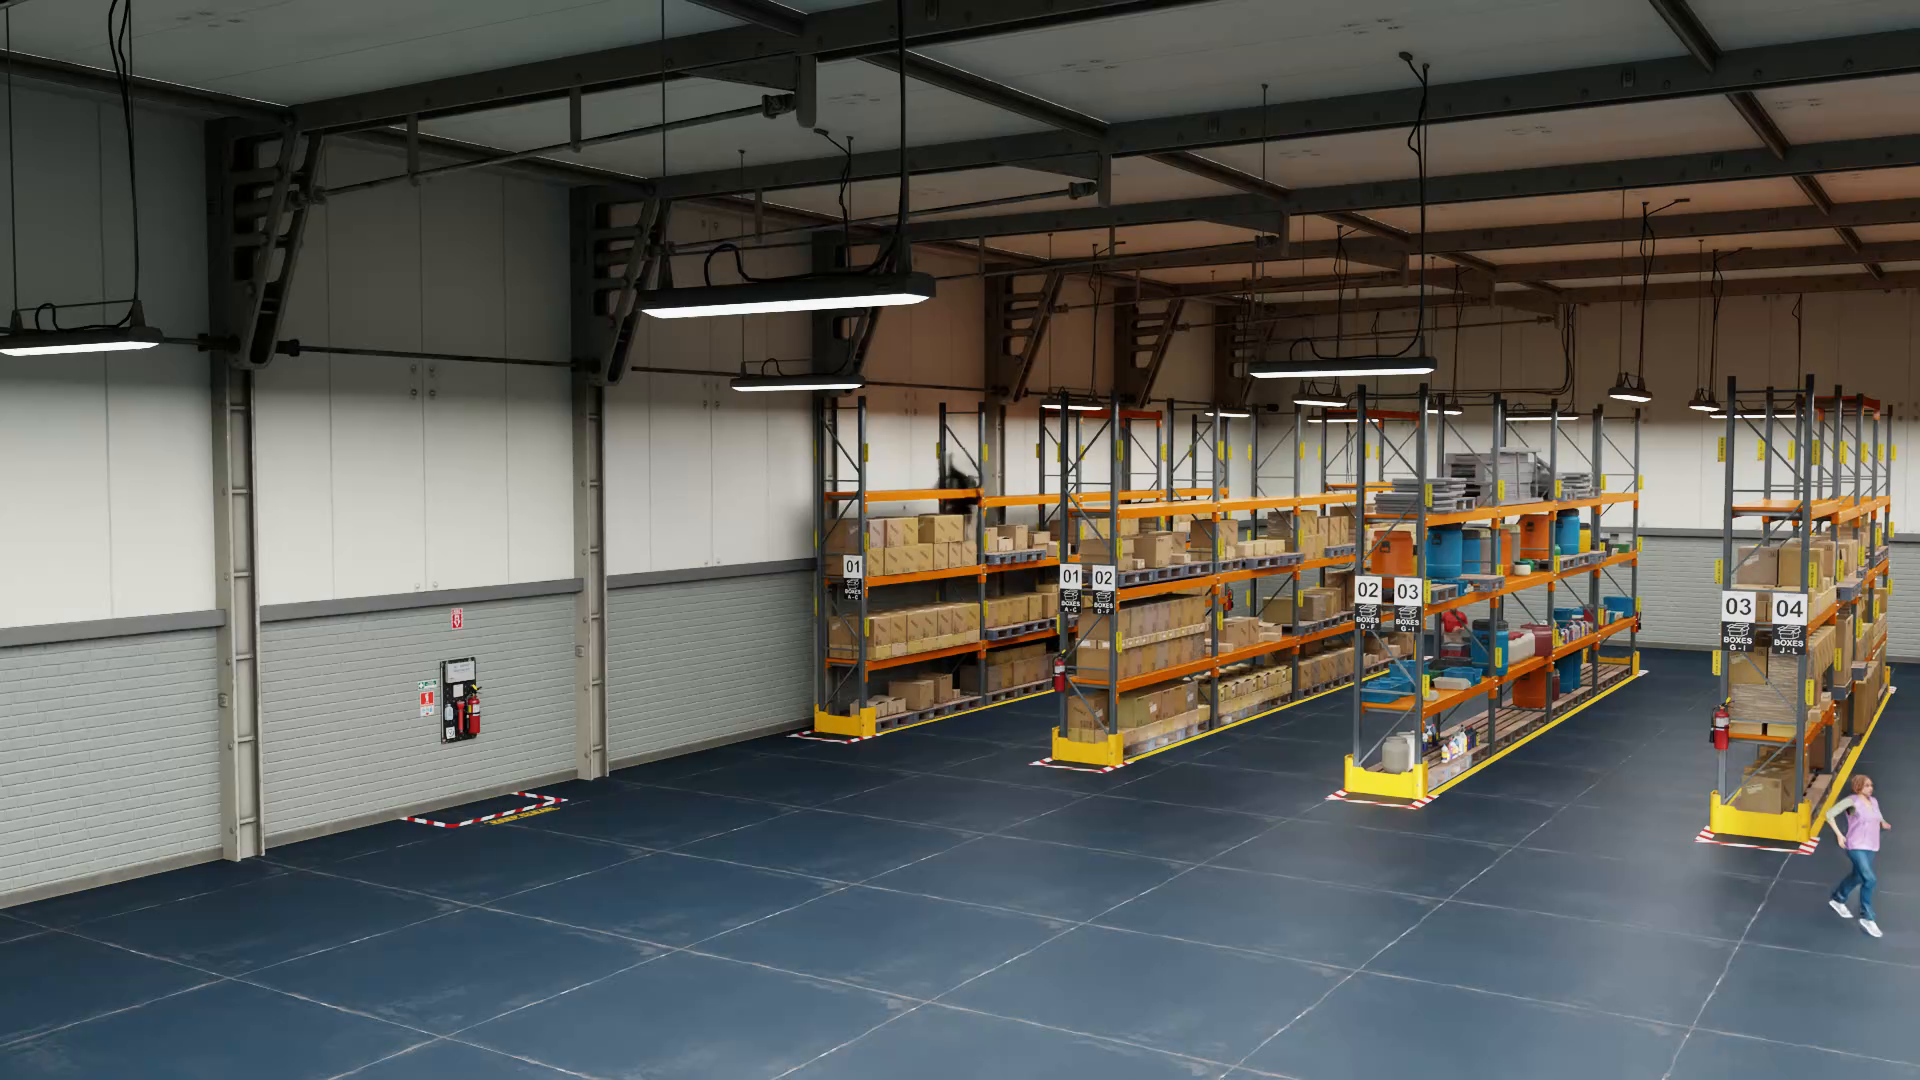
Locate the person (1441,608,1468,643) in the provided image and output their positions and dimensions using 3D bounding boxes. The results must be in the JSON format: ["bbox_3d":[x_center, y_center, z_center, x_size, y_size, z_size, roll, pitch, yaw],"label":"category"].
[{"bbox_3d":[11.016,2.193,37.192,0.643,1.689,0.648,1,3,17],"label":"person"}]

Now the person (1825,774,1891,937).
[{"bbox_3d":[9.451,3.273,17.495,0.513,1.641,0.742,-1,3,-22],"label":"person"}]
